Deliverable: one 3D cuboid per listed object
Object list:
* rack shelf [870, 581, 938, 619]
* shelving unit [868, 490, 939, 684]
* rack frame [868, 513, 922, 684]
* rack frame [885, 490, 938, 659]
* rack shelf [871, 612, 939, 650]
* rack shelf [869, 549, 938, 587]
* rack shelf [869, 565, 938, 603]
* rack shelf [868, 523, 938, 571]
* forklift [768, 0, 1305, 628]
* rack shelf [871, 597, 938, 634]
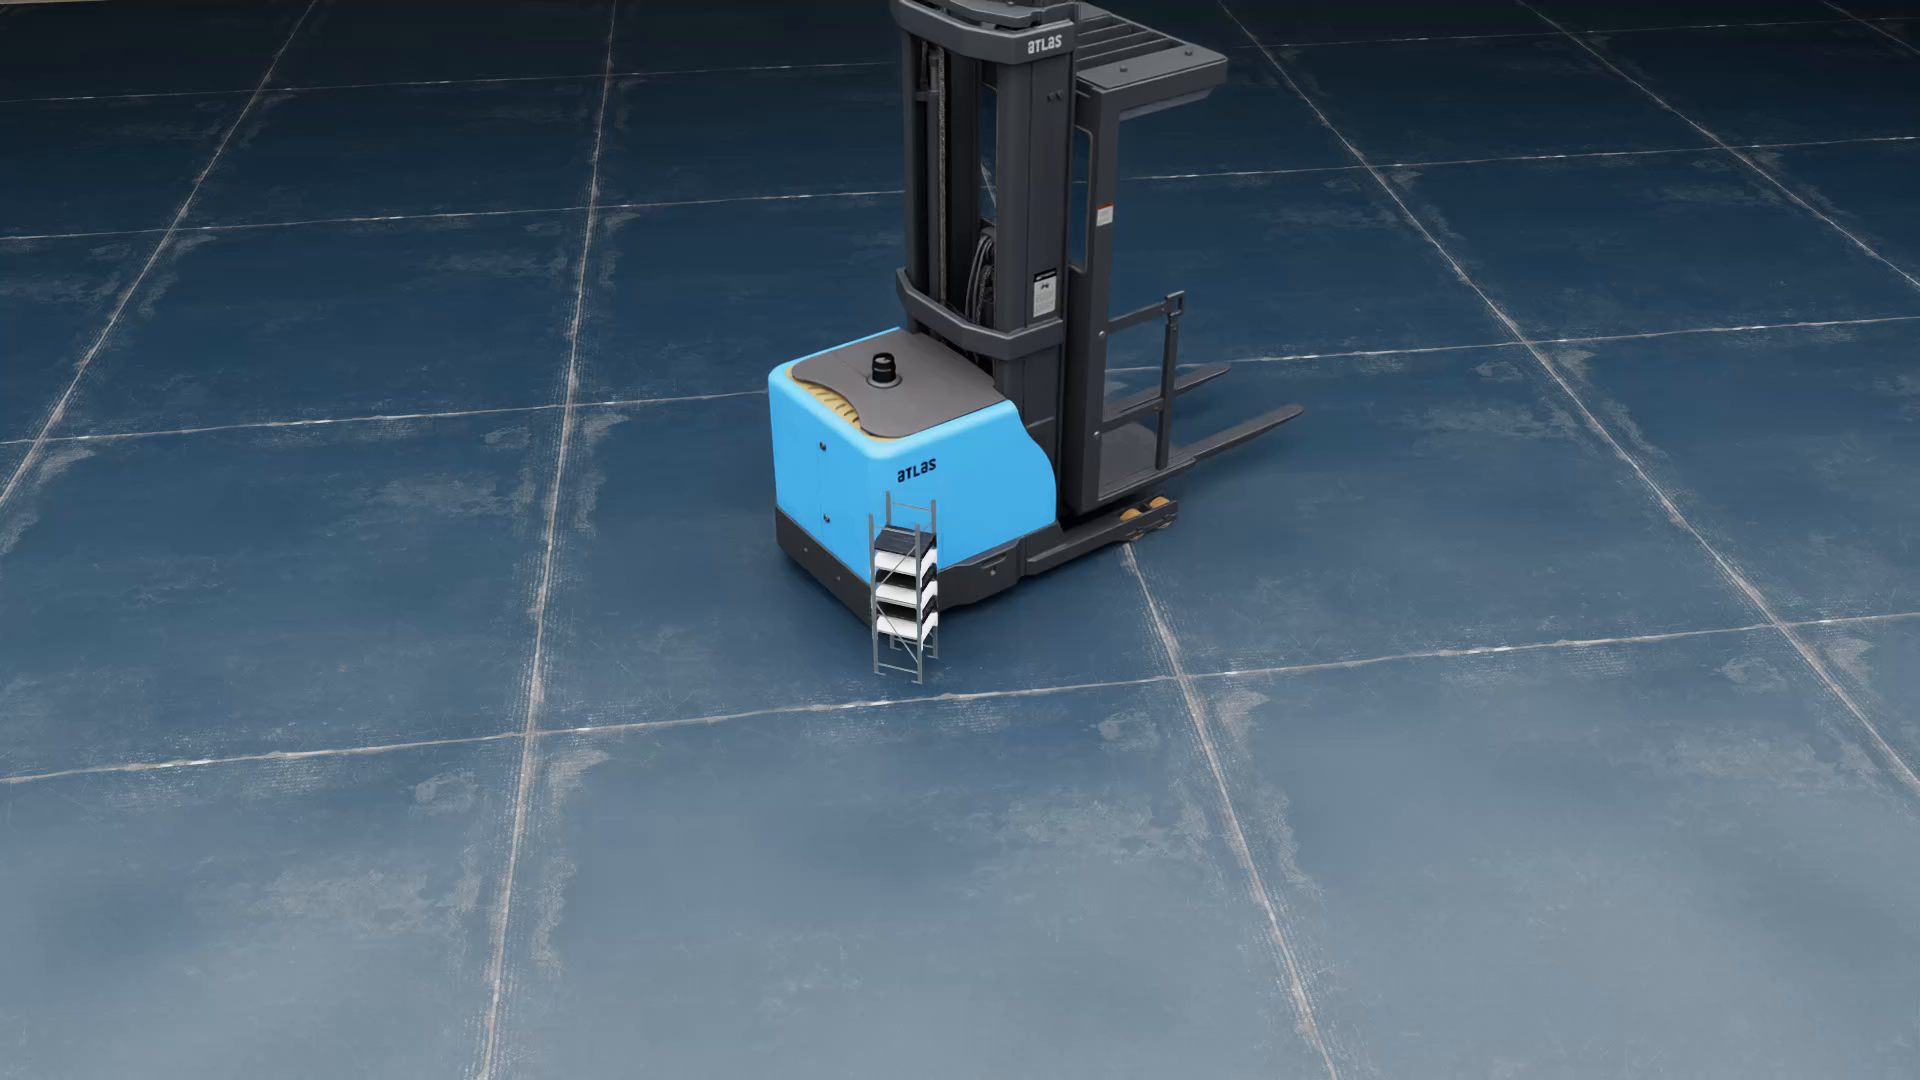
[{"bbox_3d":[-0.255,0.252,7.641,0.258,0.077,0.200,11,36,16],"label":"rack shelf"},{"bbox_3d":[-0.255,0.224,7.622,0.258,0.900,0.210,11,36,16],"label":"shelving unit"},{"bbox_3d":[-0.290,0.278,7.543,0.240,0.900,0.006,11,36,16],"label":"rack frame"},{"bbox_3d":[-0.221,0.170,7.701,0.240,0.900,0.006,11,36,16],"label":"rack frame"},{"bbox_3d":[-0.255,0.400,7.742,0.258,0.077,0.200,11,36,16],"label":"rack shelf"},{"bbox_3d":[-0.255,0.103,7.540,0.258,0.077,0.200,11,36,16],"label":"rack shelf"},{"bbox_3d":[-0.255,0.177,7.590,0.258,0.077,0.200,11,36,16],"label":"rack shelf"},{"bbox_3d":[-0.255,0.028,7.489,0.258,0.077,0.200,11,36,16],"label":"rack shelf"},{"bbox_3d":[0.544,-1.427,8.241,3.031,2.935,1.130,-22,40,-29],"label":"forklift"},{"bbox_3d":[-0.255,0.326,7.692,0.258,0.077,0.200,11,36,16],"label":"rack shelf"}]
